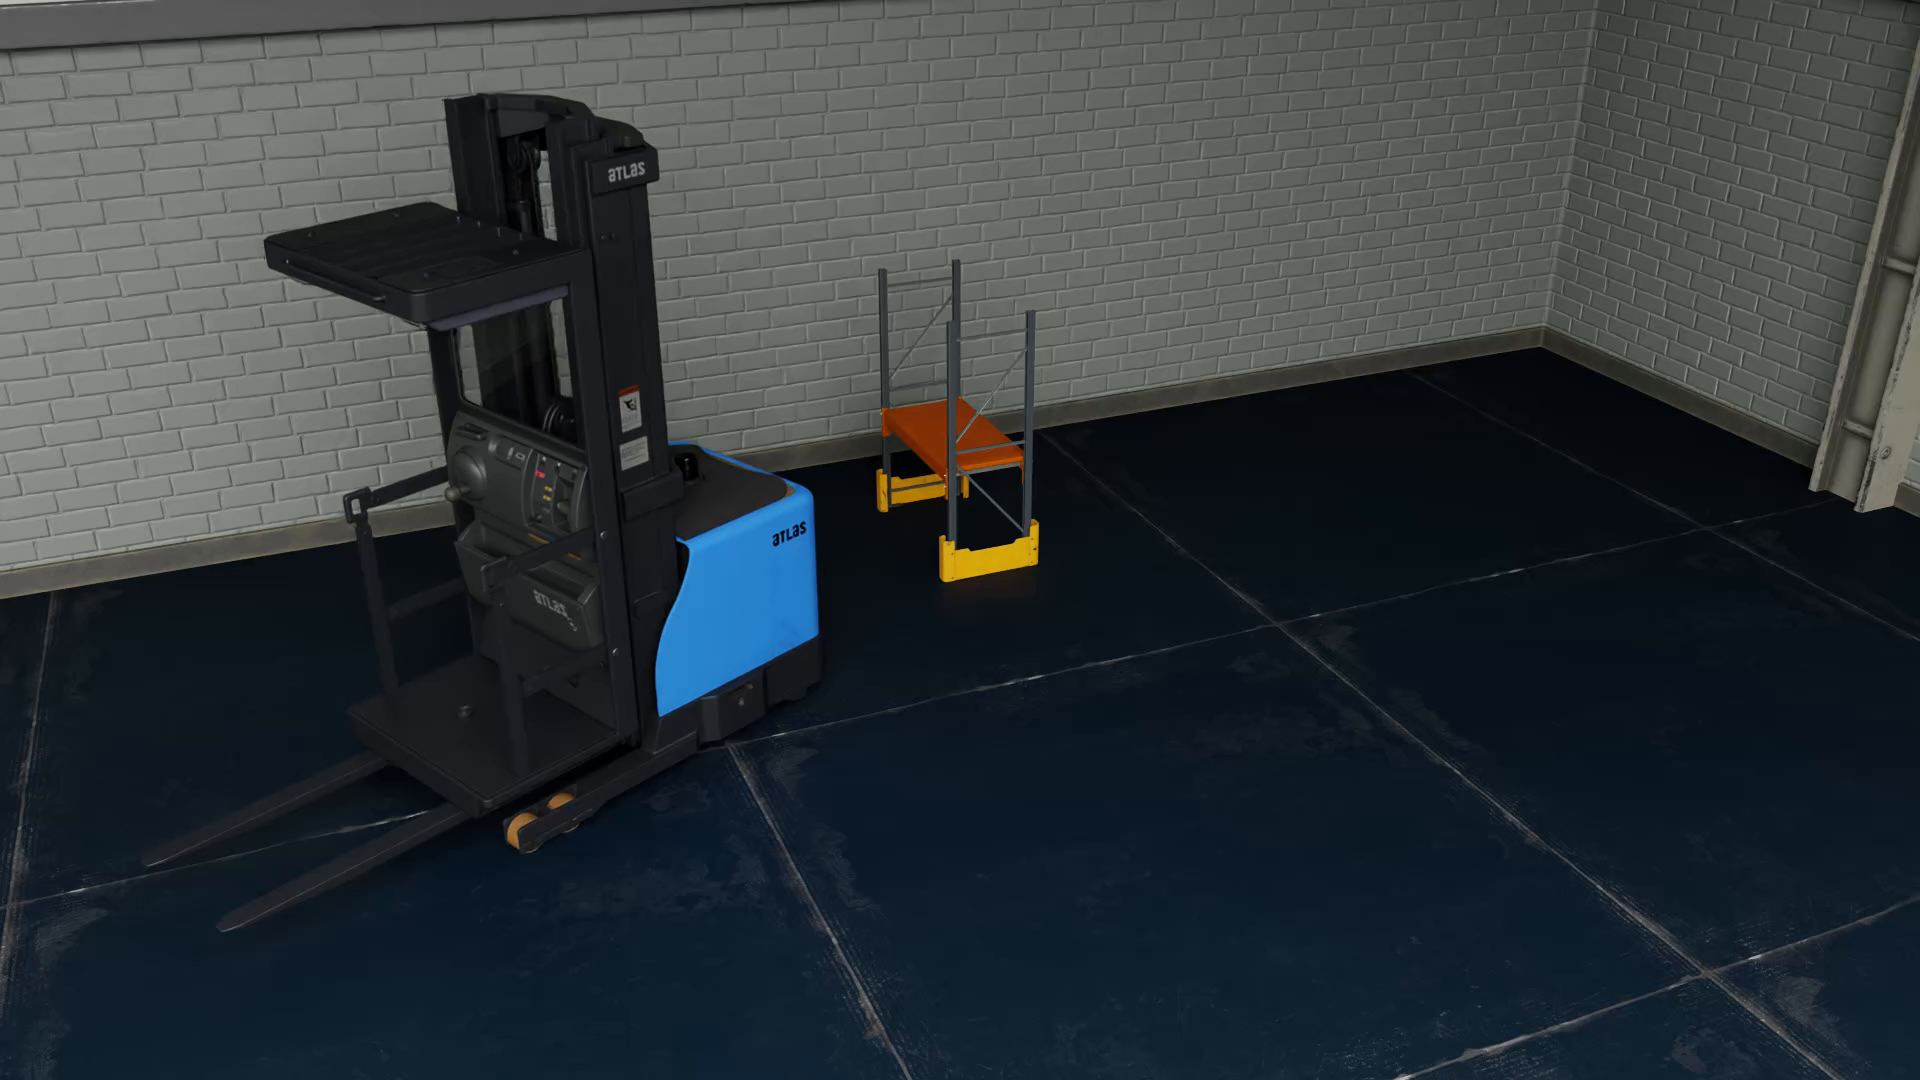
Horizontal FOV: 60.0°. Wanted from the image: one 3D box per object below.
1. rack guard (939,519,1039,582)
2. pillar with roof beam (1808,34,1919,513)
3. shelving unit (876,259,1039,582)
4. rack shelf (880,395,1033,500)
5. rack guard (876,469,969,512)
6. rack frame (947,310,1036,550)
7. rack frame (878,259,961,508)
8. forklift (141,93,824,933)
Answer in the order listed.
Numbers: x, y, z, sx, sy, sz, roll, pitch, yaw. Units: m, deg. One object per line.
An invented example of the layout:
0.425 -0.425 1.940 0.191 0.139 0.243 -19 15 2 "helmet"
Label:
0.165 0.058 9.346 0.587 0.250 0.087 -11 28 -21 "rack guard"
1.565 -3.575 6.815 9.100 9.000 0.400 -11 28 -21 "pillar with roof beam"
-0.030 -0.705 9.484 0.587 1.500 1.083 -11 28 -21 "shelving unit"
-0.033 -0.547 9.570 0.538 0.185 1.000 -11 28 -21 "rack shelf"
-0.225 -0.344 10.170 0.587 0.250 0.087 -11 28 -21 "rack guard"
0.166 -0.503 9.071 0.500 1.500 0.032 -11 28 -21 "rack frame"
-0.232 -0.914 9.912 0.500 1.500 0.032 -11 28 -21 "rack frame"
-2.019 -0.244 6.909 1.130 2.935 3.031 21 33 36 "forklift"
